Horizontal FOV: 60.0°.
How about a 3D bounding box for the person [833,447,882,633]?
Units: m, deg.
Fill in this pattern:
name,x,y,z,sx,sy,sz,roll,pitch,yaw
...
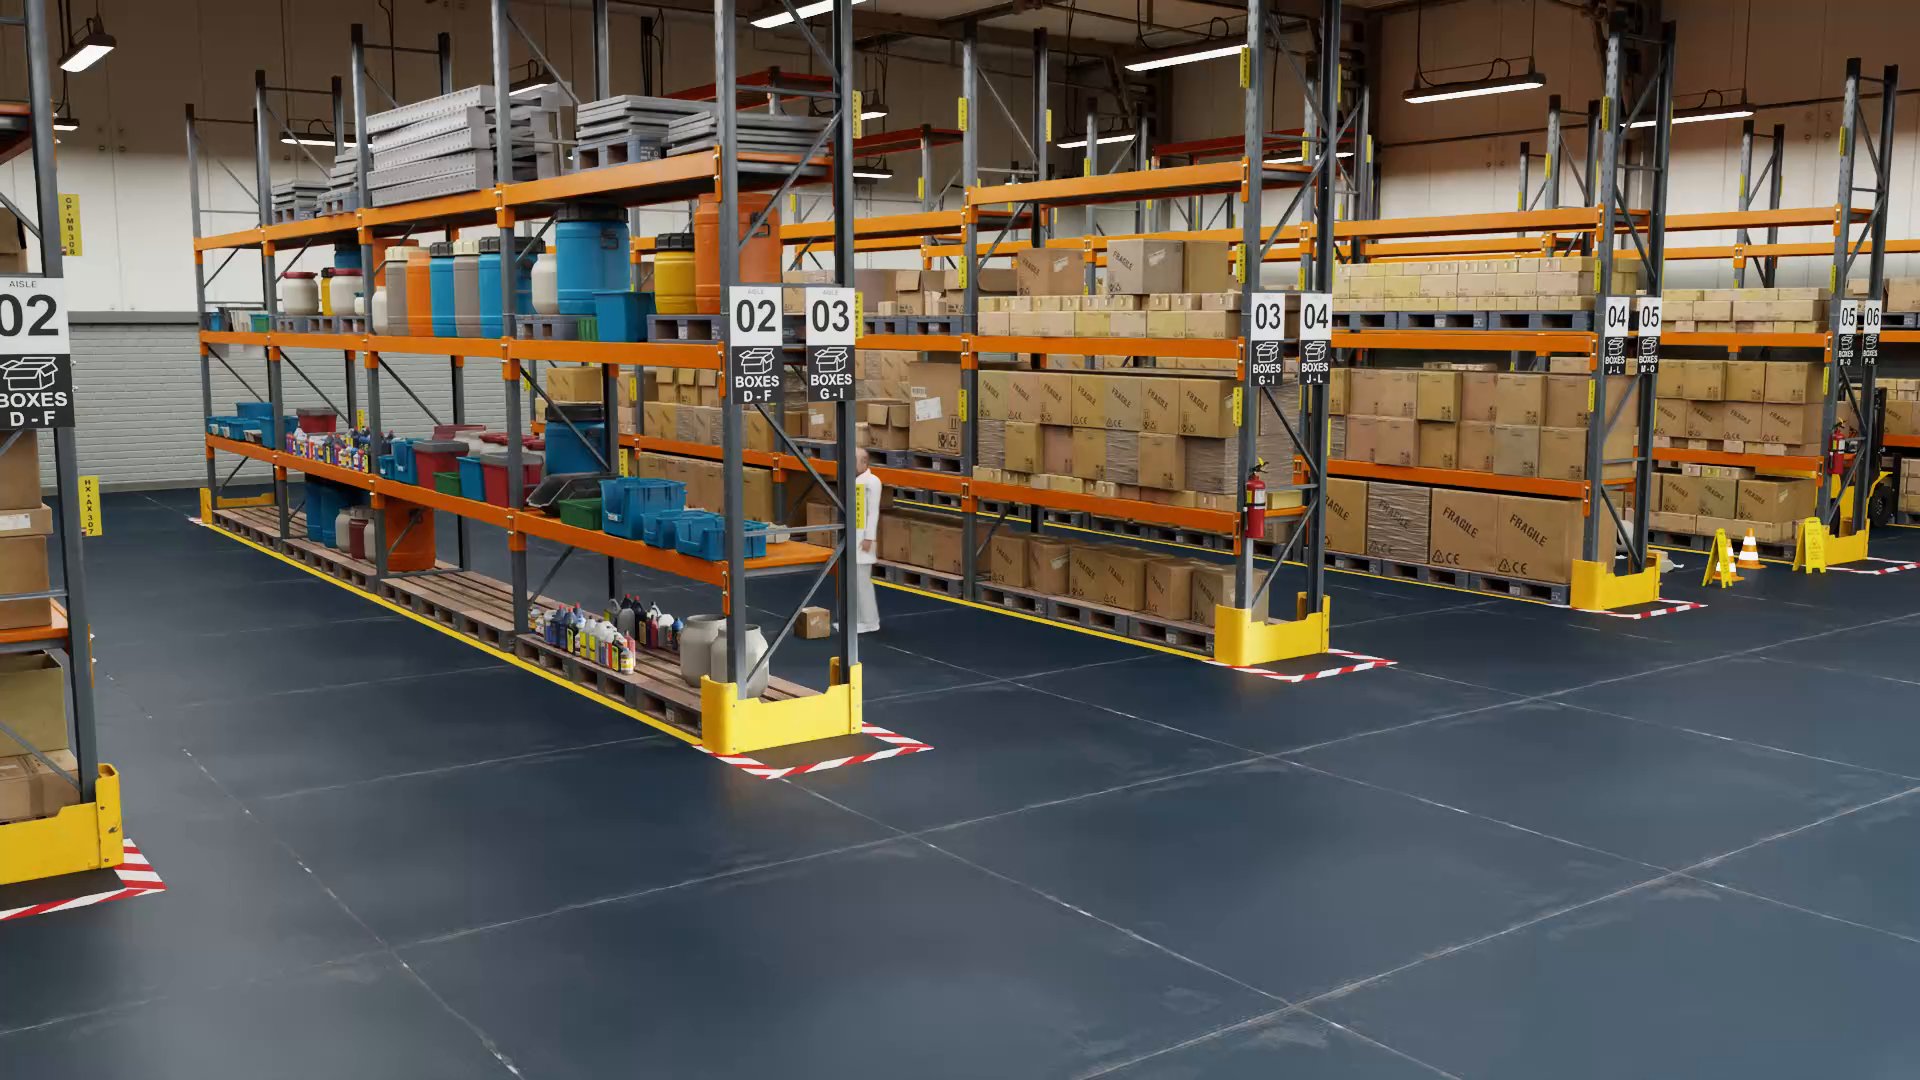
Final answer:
name,x,y,z,sx,sy,sz,roll,pitch,yaw
person,-0.982,0.017,15.923,0.383,1.736,0.562,-5,9,-35
